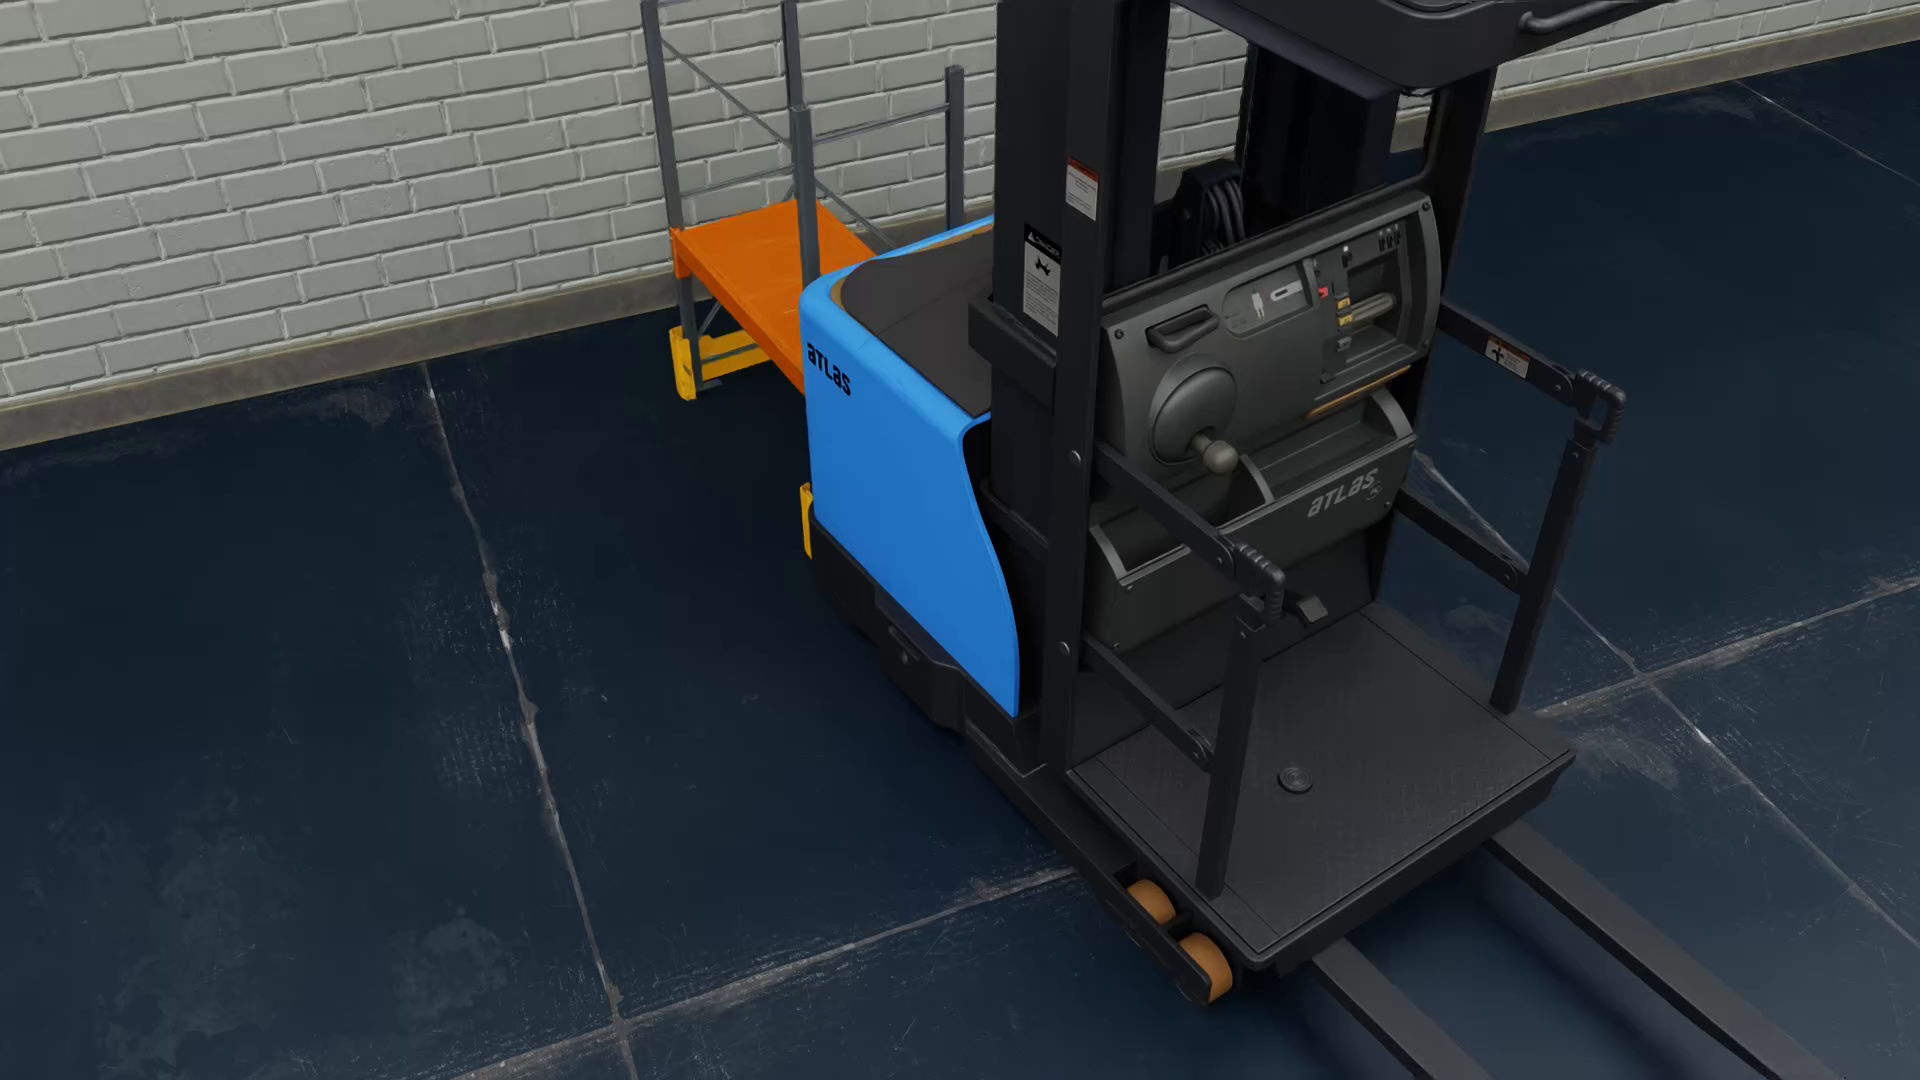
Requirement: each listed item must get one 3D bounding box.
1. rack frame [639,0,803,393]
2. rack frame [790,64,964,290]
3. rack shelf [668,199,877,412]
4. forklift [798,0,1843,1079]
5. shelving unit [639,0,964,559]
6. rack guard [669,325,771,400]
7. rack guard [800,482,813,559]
[{"bbox_3d":[-0.732,-1.176,5.467,0.500,1.500,0.032,-21,45,-23],"label":"rack frame"},{"bbox_3d":[-0.211,-0.606,4.805,0.500,1.500,0.032,-21,45,-23],"label":"rack frame"},{"bbox_3d":[-0.471,-0.755,5.253,0.538,0.185,1.000,-21,45,-23],"label":"rack shelf"},{"bbox_3d":[0.815,-0.371,3.434,1.130,2.935,3.031,-25,46,-26],"label":"forklift"},{"bbox_3d":[-0.476,-0.896,5.142,0.587,1.500,1.083,-21,45,-23],"label":"shelving unit"},{"bbox_3d":[-0.731,-0.701,5.873,0.587,0.250,0.087,-21,45,-23],"label":"rack guard"},{"bbox_3d":[-0.221,-0.143,5.225,0.587,0.250,0.087,-21,45,-23],"label":"rack guard"}]
